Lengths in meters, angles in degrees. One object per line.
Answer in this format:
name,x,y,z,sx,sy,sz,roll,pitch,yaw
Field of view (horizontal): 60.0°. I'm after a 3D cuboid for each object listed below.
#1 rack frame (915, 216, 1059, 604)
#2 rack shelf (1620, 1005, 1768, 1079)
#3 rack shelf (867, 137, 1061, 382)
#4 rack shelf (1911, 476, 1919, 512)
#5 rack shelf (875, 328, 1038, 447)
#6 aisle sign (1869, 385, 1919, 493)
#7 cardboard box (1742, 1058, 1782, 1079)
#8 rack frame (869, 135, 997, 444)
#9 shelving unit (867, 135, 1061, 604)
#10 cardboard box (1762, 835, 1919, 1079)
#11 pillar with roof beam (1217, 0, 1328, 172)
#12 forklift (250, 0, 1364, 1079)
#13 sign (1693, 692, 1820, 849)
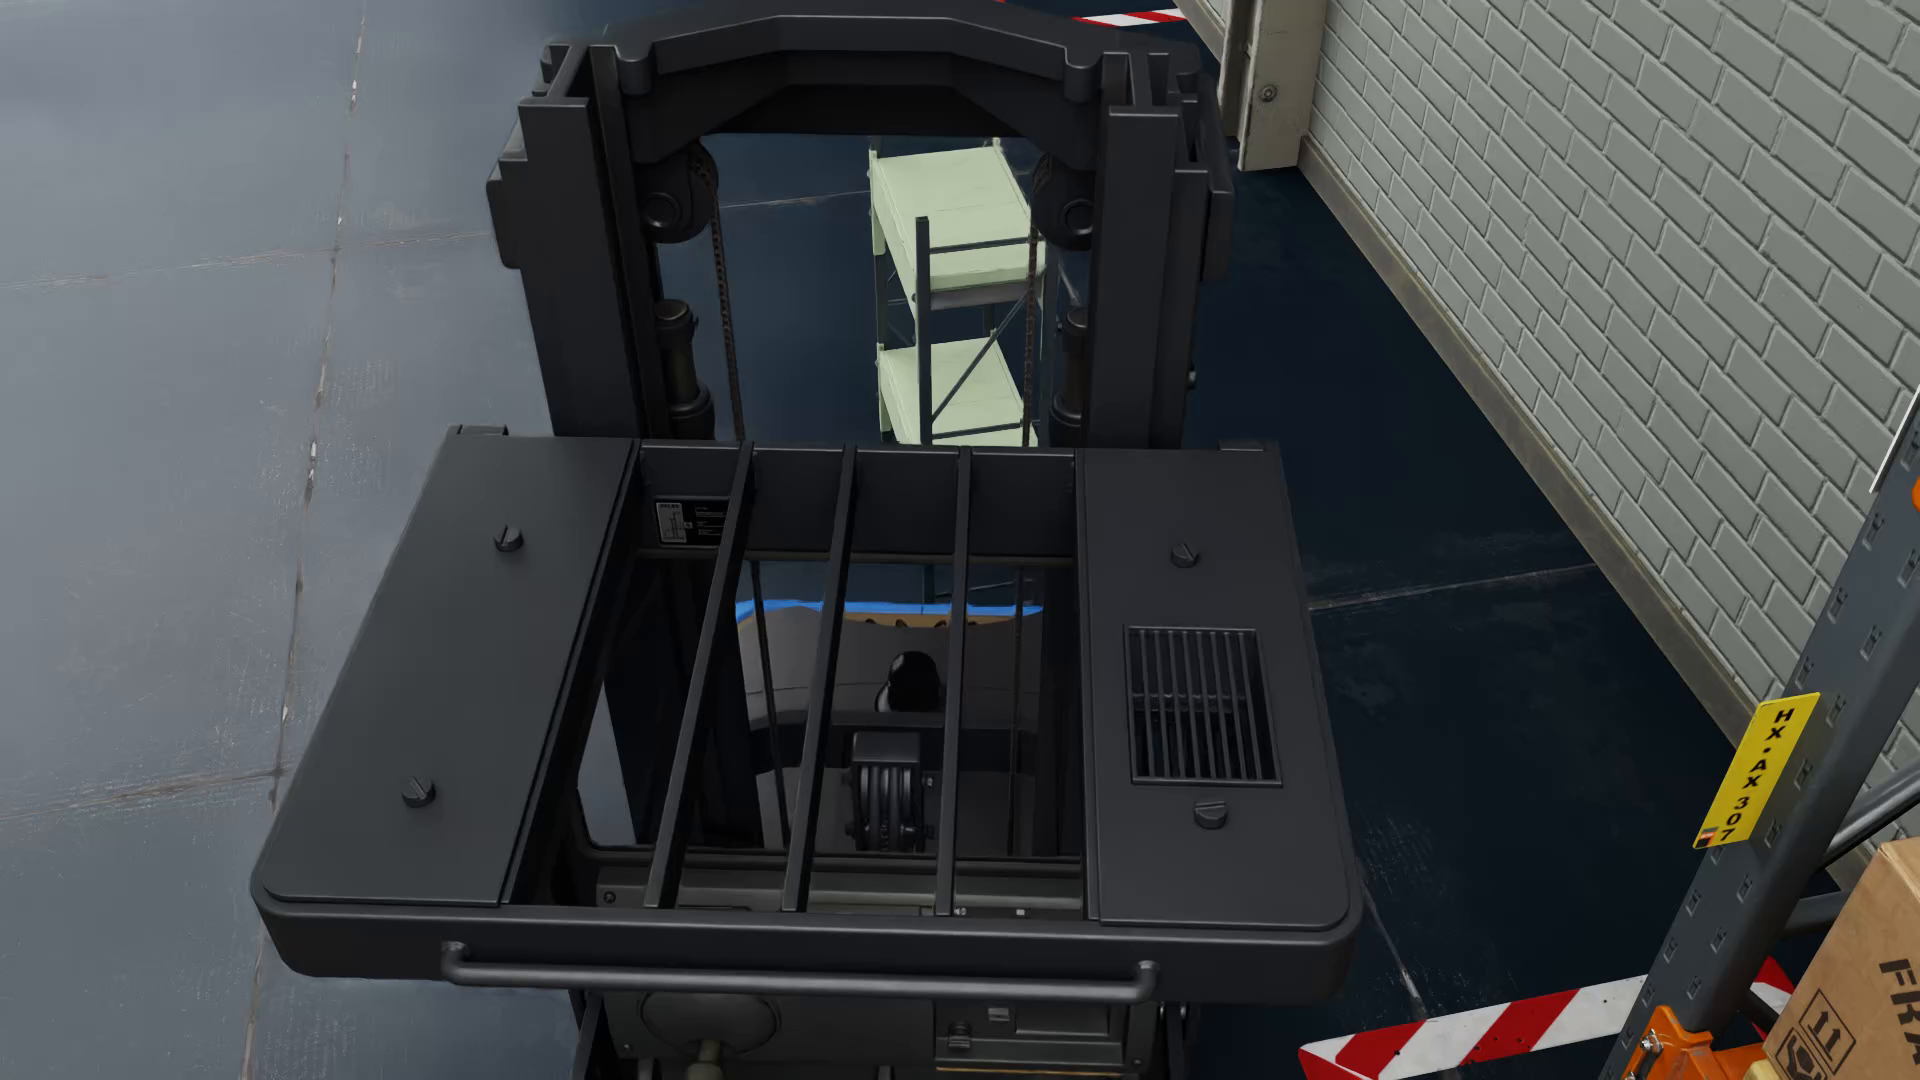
rack frame,0.078,-0.328,4.990,0.400,1.500,0.023,-8,42,-9
rack shelf,2.134,2.156,1.604,1.077,0.370,4.000,-8,42,-9
rack shelf,-0.001,-0.857,4.998,0.431,0.370,0.720,-8,42,-9
rack shelf,2.134,1.034,0.608,1.077,0.370,4.000,-8,42,-9
rack shelf,-0.001,-0.321,5.473,0.431,0.370,0.720,-8,42,-9
aisle sign,1.394,-0.386,1.967,0.394,0.787,0.004,-8,42,-9
cardboard box,1.498,1.001,2.461,0.500,0.250,0.500,-9,42,-11
rack frame,-0.080,-0.802,5.524,0.400,1.500,0.023,-8,42,-9
shelving unit,-0.001,-0.565,5.257,0.431,1.500,0.755,-8,42,-9
cardboard box,1.512,0.711,2.223,0.500,0.500,0.500,-8,42,-9
pillar with roof beam,-2.800,-4.596,4.149,9.100,9.000,0.400,-8,42,-9
forklift,-0.139,0.831,2.607,1.130,2.935,3.031,1,42,1
sign,1.173,0.344,2.450,0.100,0.325,0.005,-8,42,-9
